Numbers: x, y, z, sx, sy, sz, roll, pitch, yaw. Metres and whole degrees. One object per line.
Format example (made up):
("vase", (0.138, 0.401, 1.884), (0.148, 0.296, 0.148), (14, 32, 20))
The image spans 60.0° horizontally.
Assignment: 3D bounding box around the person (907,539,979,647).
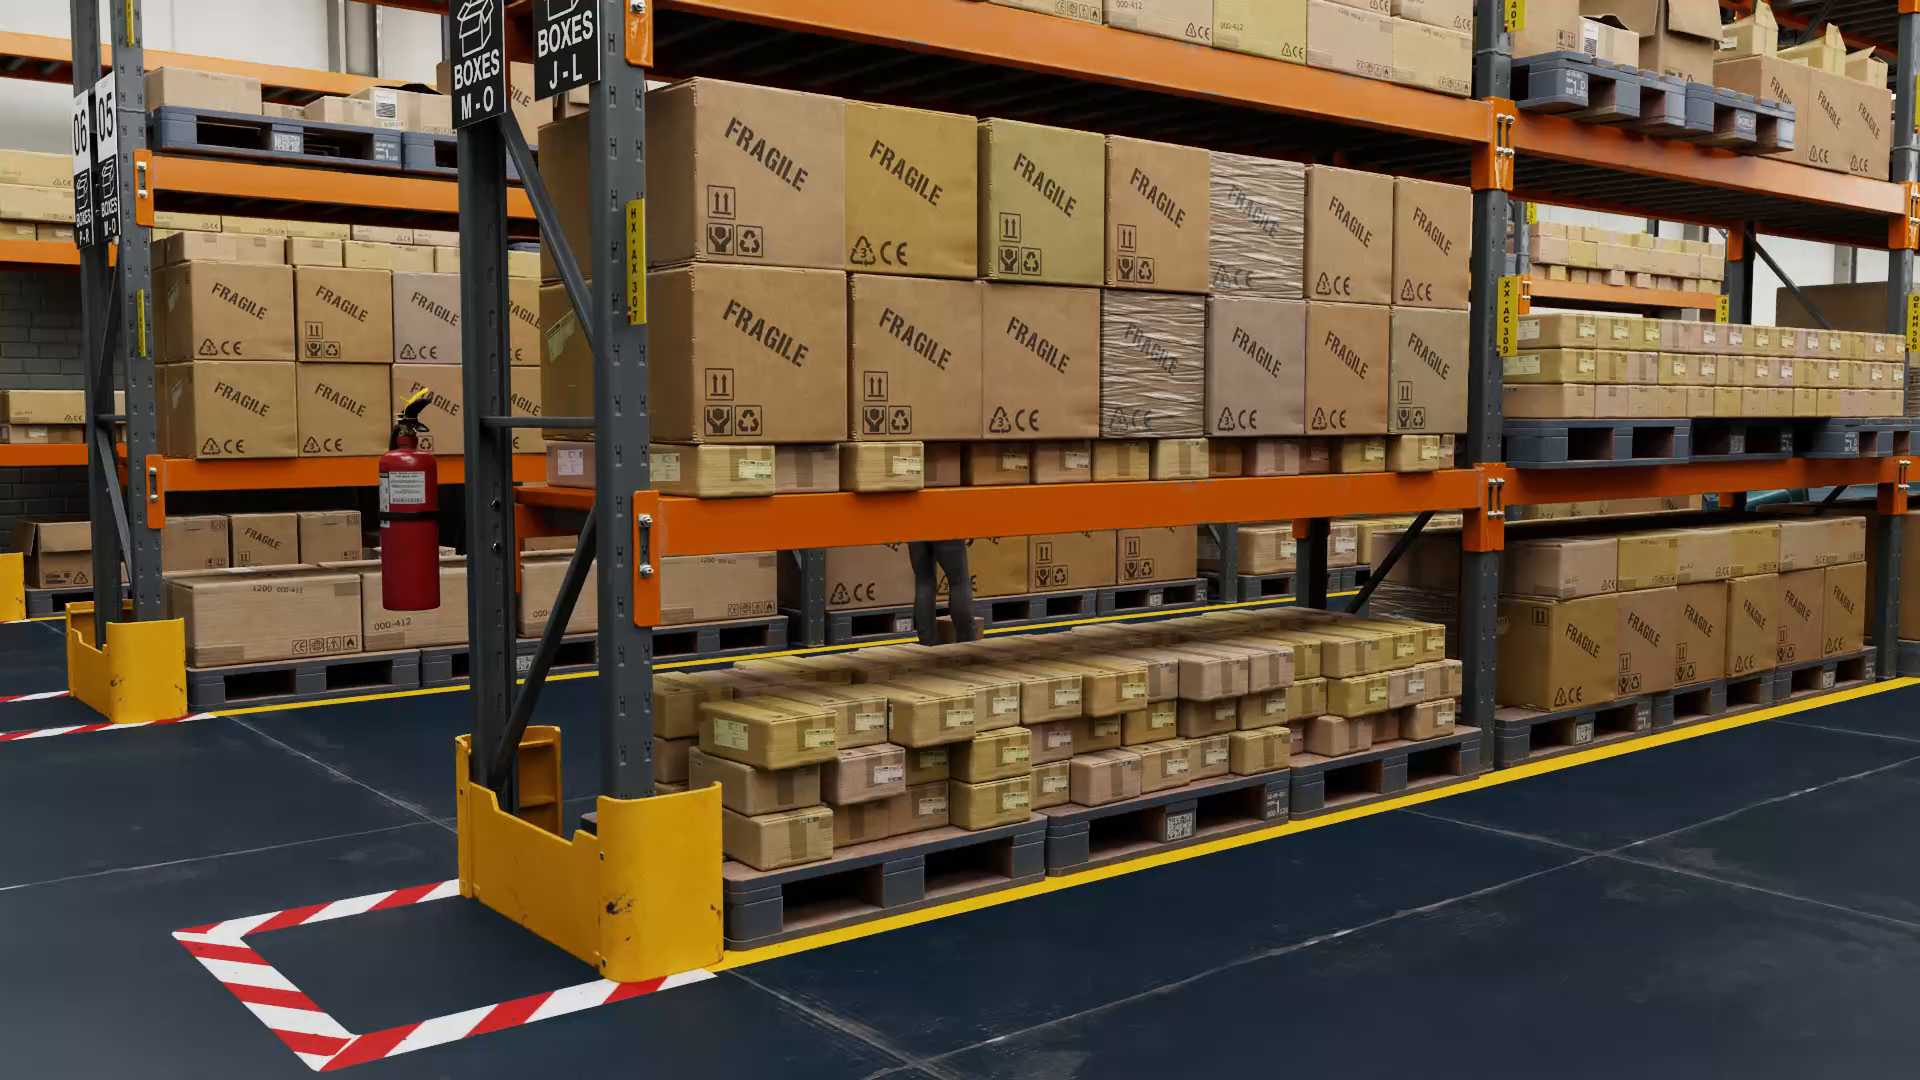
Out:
("person", (-0.103, -0.080, 10.208), (0.569, 1.656, 0.503), (3, 6, 37))
